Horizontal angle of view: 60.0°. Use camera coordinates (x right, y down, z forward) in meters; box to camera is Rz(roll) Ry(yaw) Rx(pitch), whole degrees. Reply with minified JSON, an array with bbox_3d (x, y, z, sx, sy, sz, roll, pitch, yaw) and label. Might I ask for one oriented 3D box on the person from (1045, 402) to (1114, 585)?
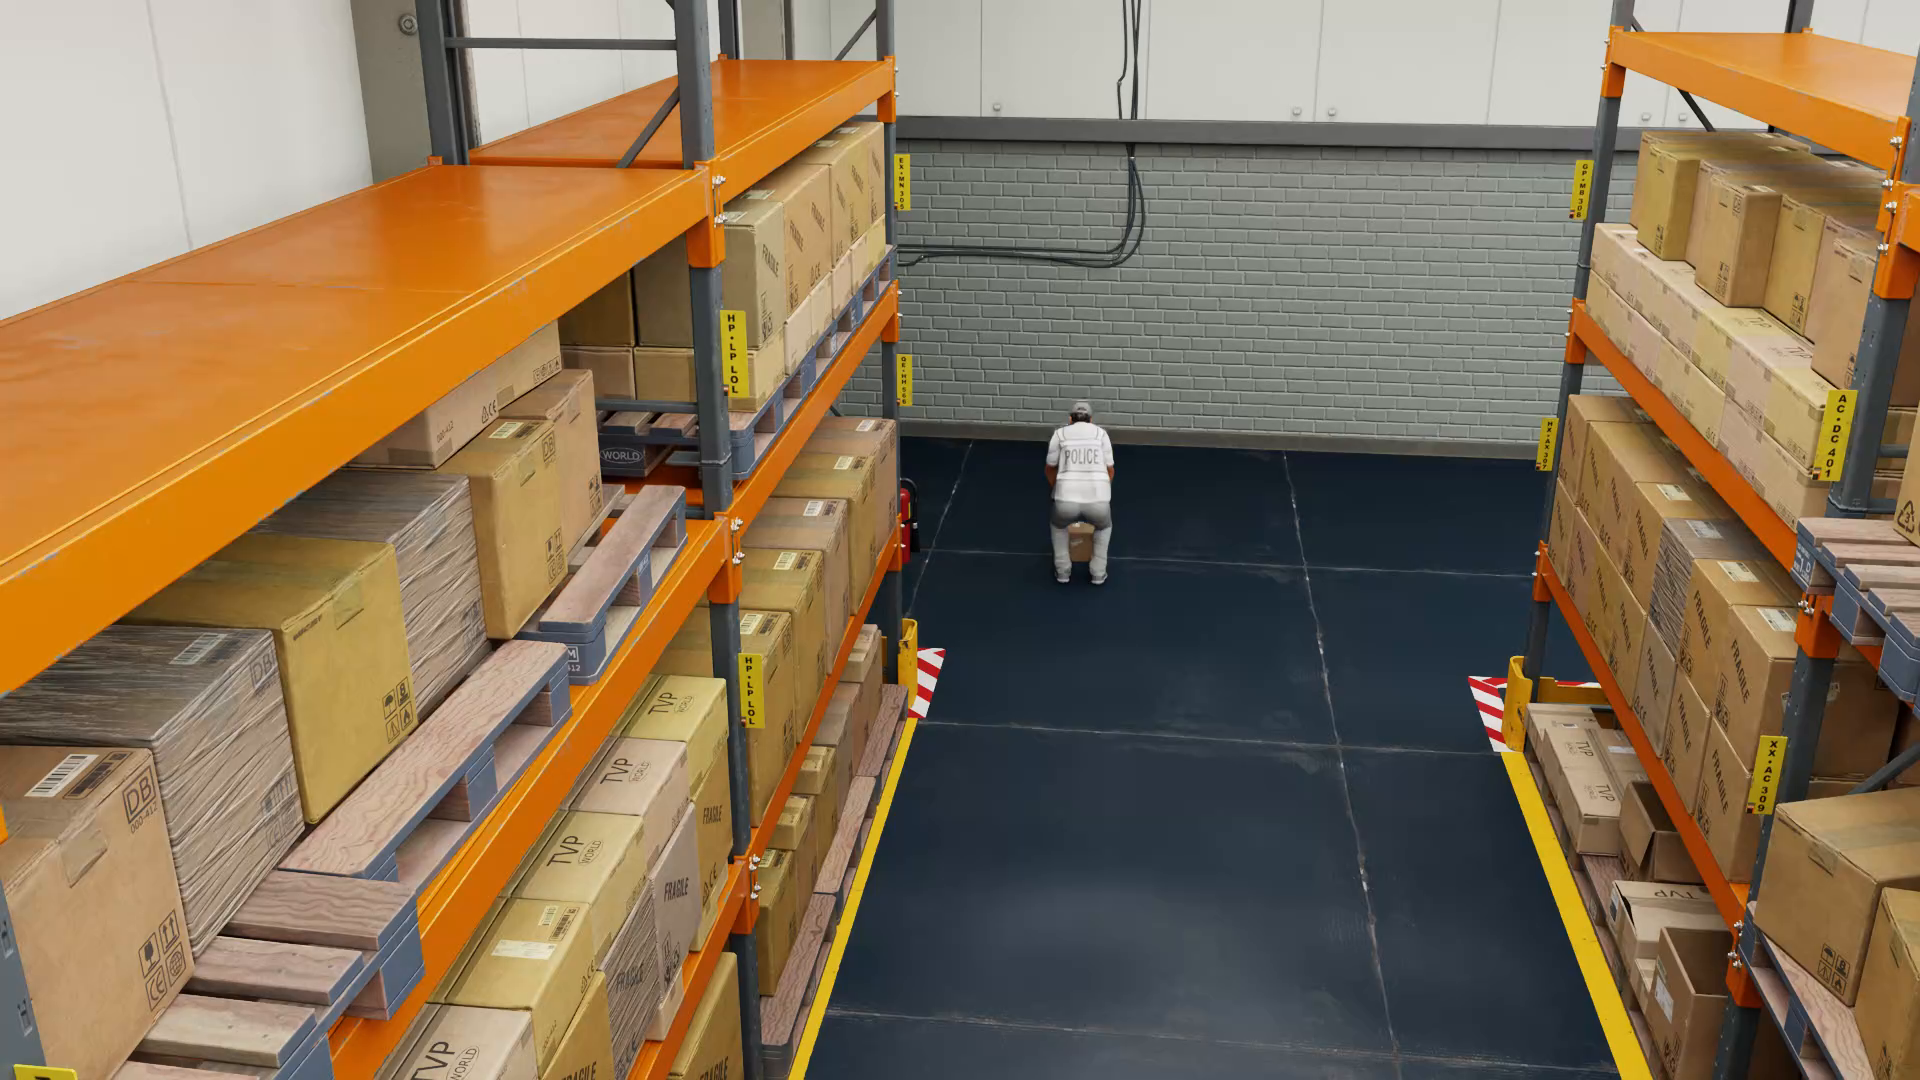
[{"bbox_3d":[0.910,-0.342,12.801,0.536,1.351,0.745,3,21,7],"label":"person"}]
